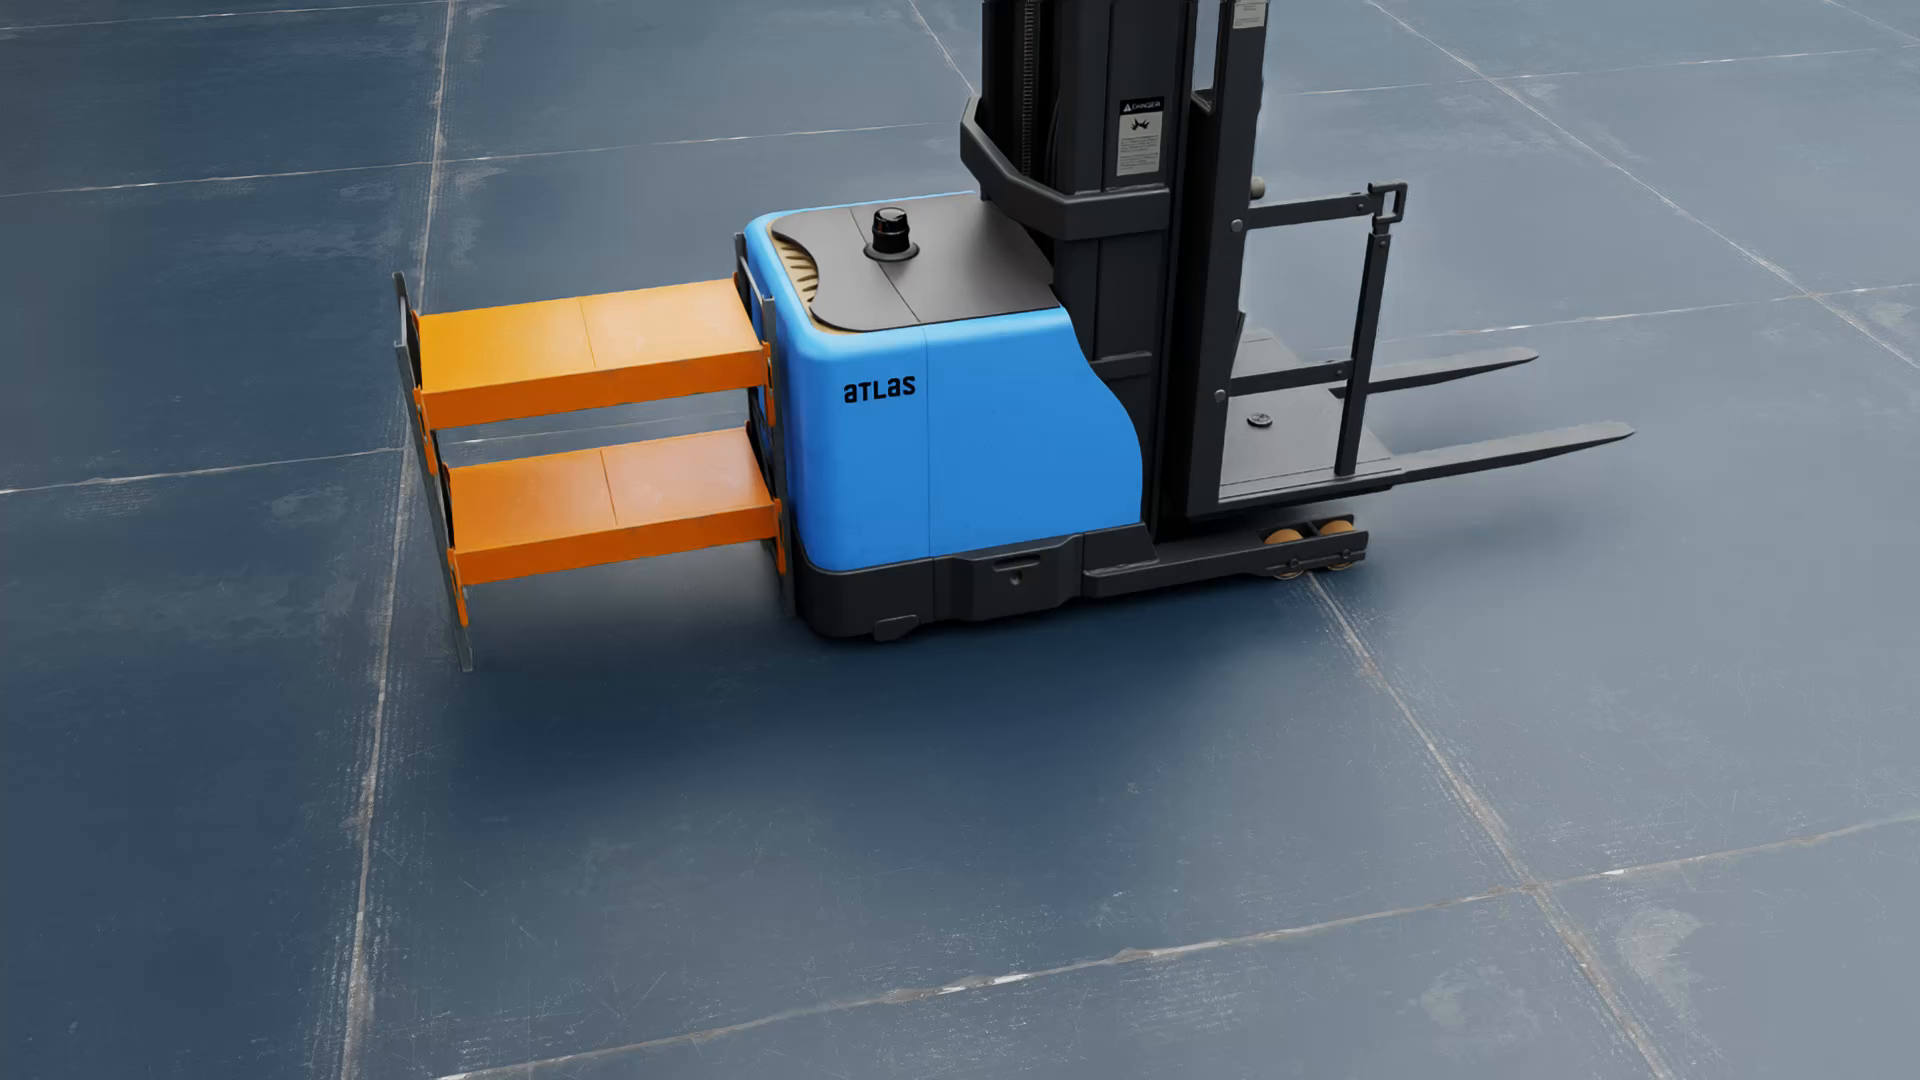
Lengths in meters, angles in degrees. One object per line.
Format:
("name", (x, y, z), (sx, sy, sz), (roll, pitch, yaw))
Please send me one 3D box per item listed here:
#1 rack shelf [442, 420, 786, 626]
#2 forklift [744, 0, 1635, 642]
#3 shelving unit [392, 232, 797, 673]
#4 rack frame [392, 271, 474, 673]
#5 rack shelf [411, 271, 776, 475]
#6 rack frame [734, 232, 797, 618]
("rack shelf", (-1.102, -0.069, 5.282), (1.000, 0.278, 0.538), (-9, 35, -14))
("forklift", (0.861, -1.358, 5.143), (3.031, 2.935, 1.130), (-9, 35, -14))
("shelving unit", (-1.102, -0.272, 5.145), (1.048, 1.125, 0.538), (-9, 35, -14))
("rack frame", (-1.590, -0.192, 5.026), (0.032, 1.125, 0.500), (-9, 35, -14))
("rack shelf", (-1.102, -0.515, 4.982), (1.000, 0.278, 0.538), (-9, 35, -14))
("rack frame", (-0.614, -0.352, 5.264), (0.032, 1.125, 0.500), (-9, 35, -14))
